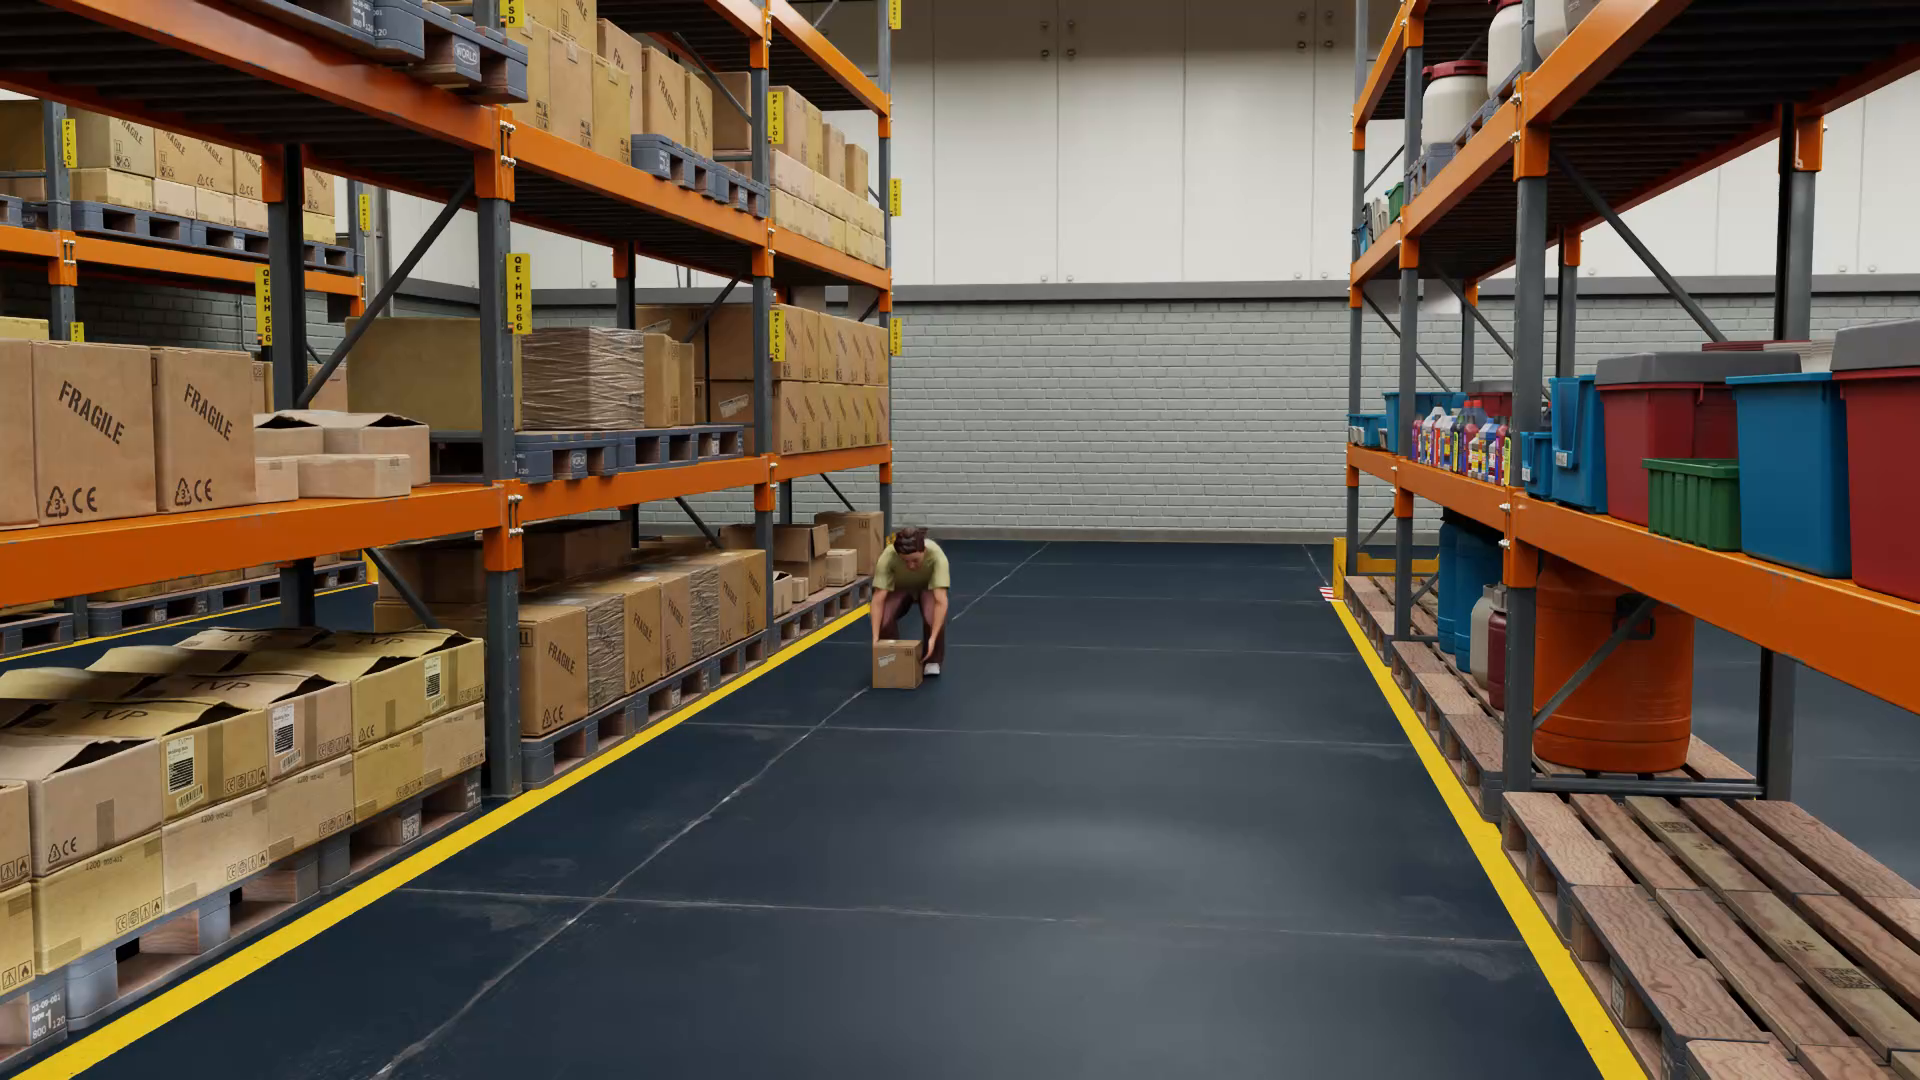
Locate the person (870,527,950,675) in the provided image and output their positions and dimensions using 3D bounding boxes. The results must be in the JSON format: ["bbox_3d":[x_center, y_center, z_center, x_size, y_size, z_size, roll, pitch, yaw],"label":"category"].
[{"bbox_3d":[-0.277,0.362,10.040,0.490,0.929,0.794,1,5,9],"label":"person"}]
